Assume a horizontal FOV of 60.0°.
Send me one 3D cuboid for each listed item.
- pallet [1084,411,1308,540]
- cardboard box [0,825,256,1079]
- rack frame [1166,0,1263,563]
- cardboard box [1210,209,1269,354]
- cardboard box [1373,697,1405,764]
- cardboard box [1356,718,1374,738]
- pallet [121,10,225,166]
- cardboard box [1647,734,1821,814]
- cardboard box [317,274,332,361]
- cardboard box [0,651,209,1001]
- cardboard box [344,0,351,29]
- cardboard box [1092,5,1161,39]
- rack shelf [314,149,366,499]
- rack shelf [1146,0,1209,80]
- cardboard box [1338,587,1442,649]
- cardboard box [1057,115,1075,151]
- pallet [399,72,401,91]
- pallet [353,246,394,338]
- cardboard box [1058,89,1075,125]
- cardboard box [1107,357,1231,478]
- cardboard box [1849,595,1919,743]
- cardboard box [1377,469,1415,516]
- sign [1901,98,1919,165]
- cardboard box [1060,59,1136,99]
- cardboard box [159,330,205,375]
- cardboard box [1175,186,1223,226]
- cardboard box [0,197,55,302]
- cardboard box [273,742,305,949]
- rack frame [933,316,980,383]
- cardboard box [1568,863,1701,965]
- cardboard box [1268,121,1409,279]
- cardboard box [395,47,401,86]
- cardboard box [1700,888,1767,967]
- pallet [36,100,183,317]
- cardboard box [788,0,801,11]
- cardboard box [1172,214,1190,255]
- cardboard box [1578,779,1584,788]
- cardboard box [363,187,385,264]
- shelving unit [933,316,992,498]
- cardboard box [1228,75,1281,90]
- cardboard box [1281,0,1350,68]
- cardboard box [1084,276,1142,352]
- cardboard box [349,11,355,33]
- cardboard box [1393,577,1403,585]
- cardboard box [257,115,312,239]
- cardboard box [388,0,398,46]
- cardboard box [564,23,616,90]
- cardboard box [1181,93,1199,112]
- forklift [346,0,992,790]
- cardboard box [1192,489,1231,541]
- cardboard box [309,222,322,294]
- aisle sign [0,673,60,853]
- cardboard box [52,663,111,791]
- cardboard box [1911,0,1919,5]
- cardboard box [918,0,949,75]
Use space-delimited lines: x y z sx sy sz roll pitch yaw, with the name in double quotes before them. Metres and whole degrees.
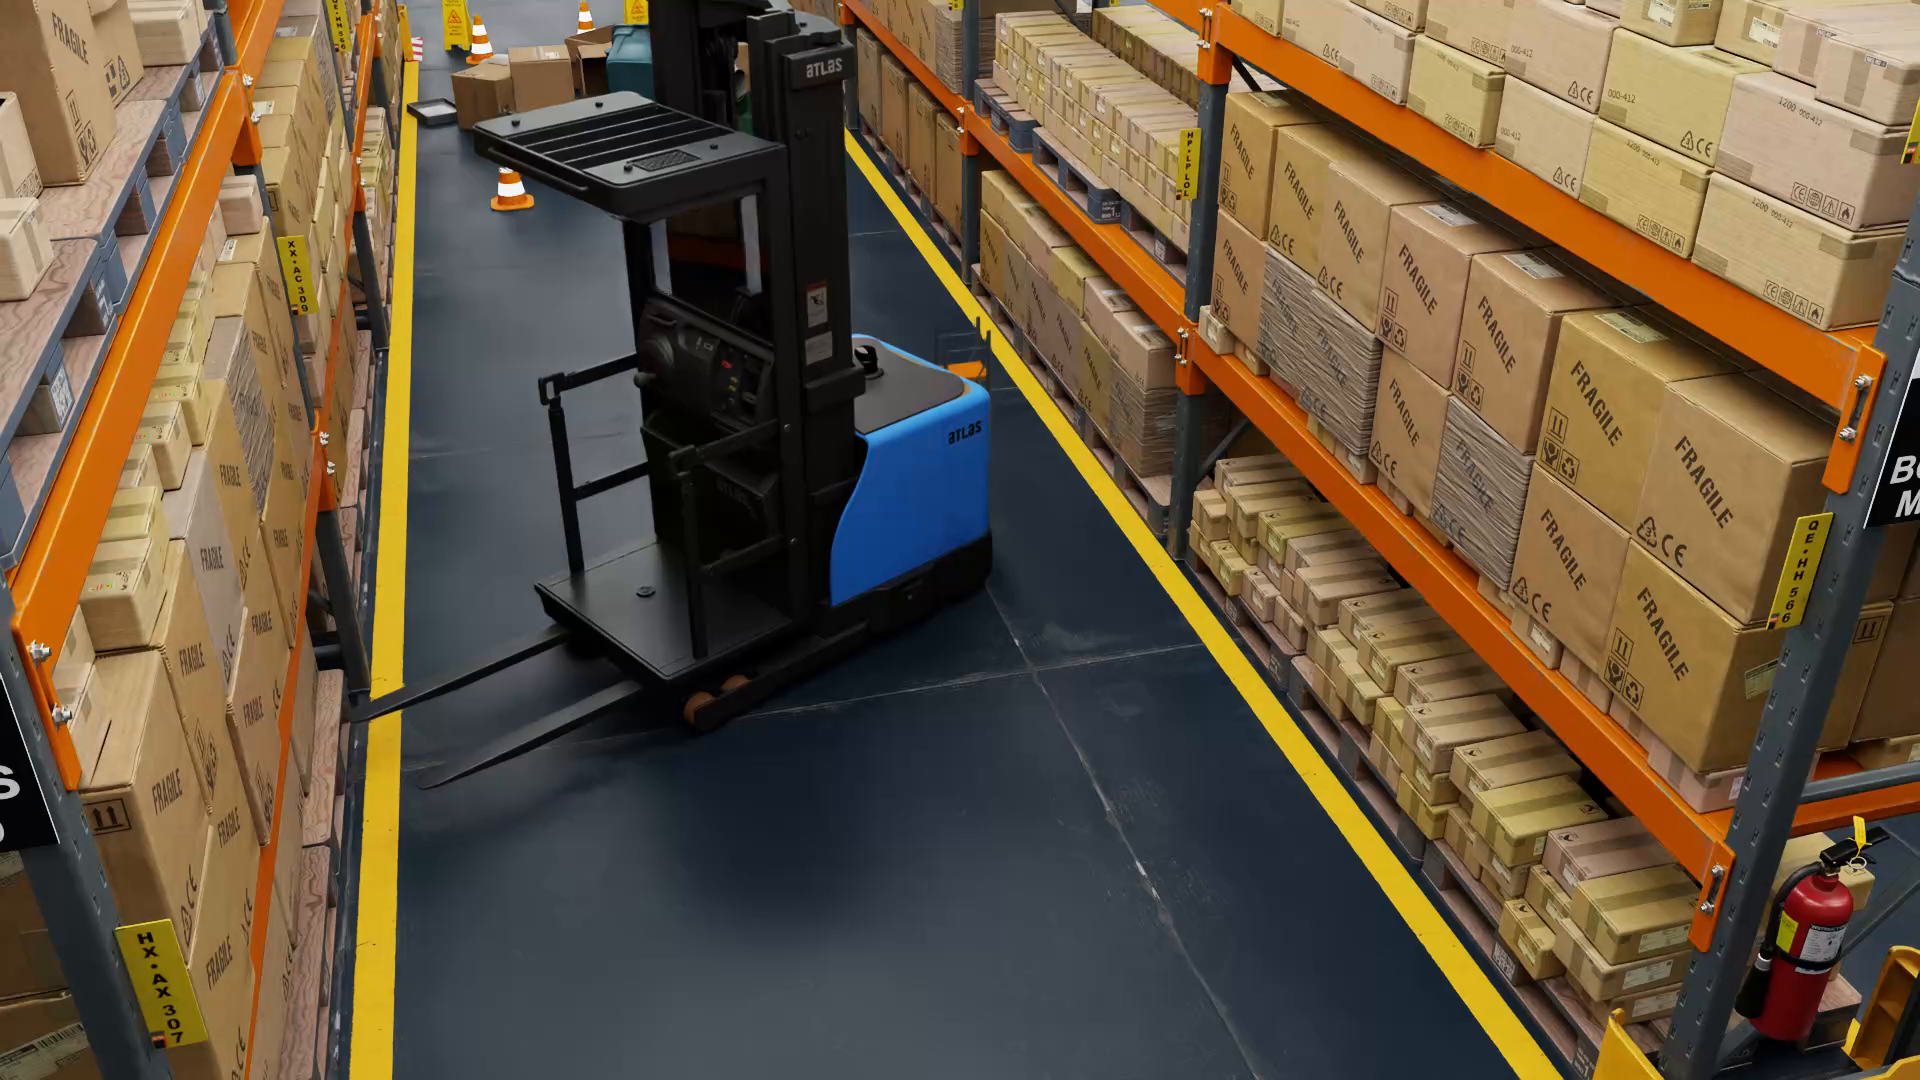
"pallet" 1.362 -0.446 9.310 1.003 0.211 1.213 -8 31 -13
"cardboard box" -1.964 1.048 3.845 0.500 0.500 0.500 -8 31 -14
"rack frame" 1.570 -1.277 7.962 1.000 3.000 0.127 -8 31 -13
"cardboard box" 1.459 -1.177 7.392 0.500 0.500 0.500 -8 31 -14
"cardboard box" 1.877 0.736 6.615 0.380 0.149 0.250 -6 31 -11
"cardboard box" 1.884 0.731 6.919 0.380 0.149 0.250 -7 31 -12
"pallet" -2.968 -1.434 5.327 1.003 0.211 1.213 -8 31 -13
"cardboard box" 2.273 0.643 4.895 0.380 0.149 0.250 -8 31 -13
"cardboard box" -3.176 -1.003 7.638 0.500 0.250 0.500 -9 31 -14
"cardboard box" -1.966 0.616 3.594 0.500 0.500 0.500 -9 31 -14
"cardboard box" -4.551 -3.853 11.597 0.500 0.500 0.500 -9 31 -15
"cardboard box" 1.081 -3.364 10.805 0.380 0.149 0.250 -9 31 -15
"rack shelf" -3.706 -1.225 8.590 1.077 0.370 4.000 -8 31 -13
"rack shelf" 1.039 -3.230 9.060 1.077 0.370 4.000 -8 31 -13
"cardboard box" 1.825 0.345 6.992 0.380 0.149 0.250 -9 31 -15
"cardboard box" 0.787 -2.399 9.732 0.380 0.149 0.250 -7 31 -13
"pallet" -6.159 -4.725 16.703 1.003 0.211 1.213 -8 31 -13
"pallet" -4.443 -1.673 11.430 1.003 0.211 1.213 -8 31 -13
"cardboard box" 0.787 -2.529 9.660 0.380 0.149 0.250 -8 31 -14
"cardboard box" 1.131 -0.701 9.043 0.500 0.500 0.500 -8 31 -14
"cardboard box" 2.779 0.229 4.963 0.500 0.500 0.500 -6 31 -11
"cardboard box" 1.842 -0.235 6.413 0.380 0.149 0.250 -7 31 -11
"sign" 2.092 -0.963 3.541 0.100 0.325 0.005 -8 31 -13
"cardboard box" 0.795 -2.656 9.582 0.380 0.149 0.250 -7 31 -12
"cardboard box" -2.429 -0.478 4.836 0.380 0.149 0.250 -8 31 -13
"cardboard box" 1.274 -1.645 8.132 0.380 0.149 0.250 -7 31 -12
"cardboard box" -2.181 -0.609 3.545 0.380 0.149 0.250 -7 31 -11
"cardboard box" -2.874 1.107 5.982 0.875 0.438 0.875 -9 31 -15
"rack frame" -0.015 -0.578 8.551 0.240 1.200 0.006 -8 31 -14
"cardboard box" 2.247 1.227 5.468 0.380 0.149 0.250 -7 31 -13
"cardboard box" 1.607 -1.383 6.751 0.500 0.500 0.500 -9 31 -15
"cardboard box" -5.612 -4.500 15.856 0.500 0.250 0.500 -9 31 -15
"cardboard box" 2.740 1.291 5.655 0.380 0.149 0.250 -7 31 -11
"pallet" -2.648 -0.846 4.311 1.003 0.211 1.213 -8 31 -13
"cardboard box" -1.371 -6.017 17.852 0.875 0.875 0.875 -8 31 -13
"cardboard box" 1.274 -1.516 8.206 0.380 0.149 0.250 -9 31 -14
"cardboard box" 2.459 0.928 6.579 0.380 0.149 0.250 -8 31 -13
"cardboard box" -4.581 -2.176 11.719 0.950 0.372 0.625 -8 31 -14
"shelving unit" 0.010 -0.534 8.475 0.258 1.200 0.189 -8 31 -14
"cardboard box" 1.565 -2.484 9.284 0.380 0.149 0.250 -7 31 -11
"cardboard box" 1.581 -2.011 6.386 0.500 0.250 0.500 -8 31 -14
"cardboard box" 1.005 -1.278 9.291 0.500 0.250 0.500 -6 31 -11
"cardboard box" -4.639 -3.801 12.154 0.380 0.149 0.250 -8 31 -13
"cardboard box" 2.104 0.146 7.633 0.380 0.149 0.250 -8 31 -13
"cardboard box" -3.177 -1.539 7.317 0.500 0.500 0.500 -8 31 -14
"cardboard box" -5.755 -5.078 16.107 0.500 0.500 0.500 -7 31 -11
"cardboard box" -3.453 -4.774 16.496 0.637 0.503 0.797 19 35 29
"cardboard box" 1.492 -2.486 9.585 0.380 0.149 0.250 -8 31 -14
"forklift" -1.262 -0.725 7.077 3.031 2.935 1.130 -25 38 -36
"cardboard box" 1.358 -0.136 8.121 0.380 0.149 0.250 -6 31 -11
"cardboard box" -3.186 -1.220 7.514 0.500 0.250 0.500 -7 31 -13
"aisle sign" -1.815 0.233 2.759 0.394 0.787 0.004 -8 31 -13
"cardboard box" -1.941 0.397 3.325 0.380 0.149 0.250 -7 31 -12
"cardboard box" 2.714 -1.421 4.468 0.380 0.149 0.250 -8 31 -13
"cardboard box" -0.001 -3.675 12.006 0.500 0.500 0.500 -8 31 -13
